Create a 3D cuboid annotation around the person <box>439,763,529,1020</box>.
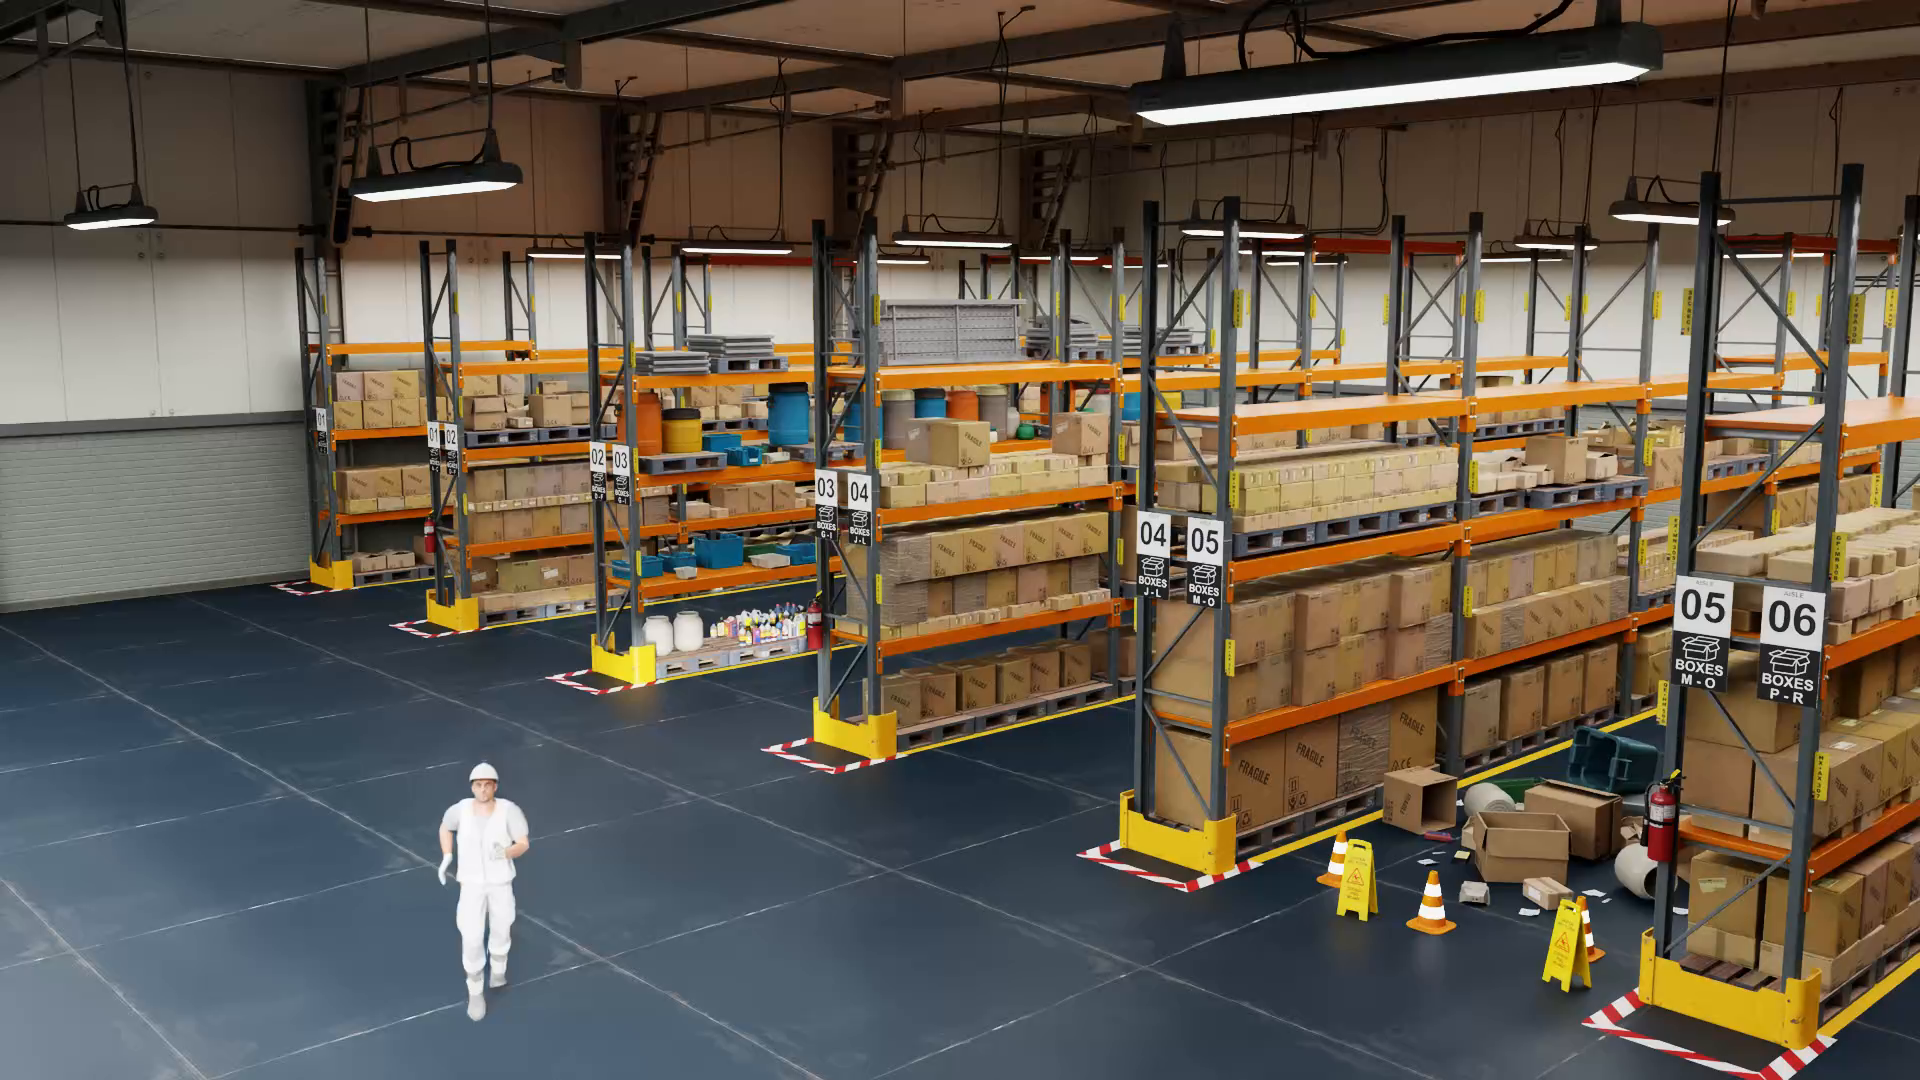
[{"bbox_3d":[-3.451,2.524,12.093,0.641,1.838,0.763,-2,9,-16],"label":"person"}]
